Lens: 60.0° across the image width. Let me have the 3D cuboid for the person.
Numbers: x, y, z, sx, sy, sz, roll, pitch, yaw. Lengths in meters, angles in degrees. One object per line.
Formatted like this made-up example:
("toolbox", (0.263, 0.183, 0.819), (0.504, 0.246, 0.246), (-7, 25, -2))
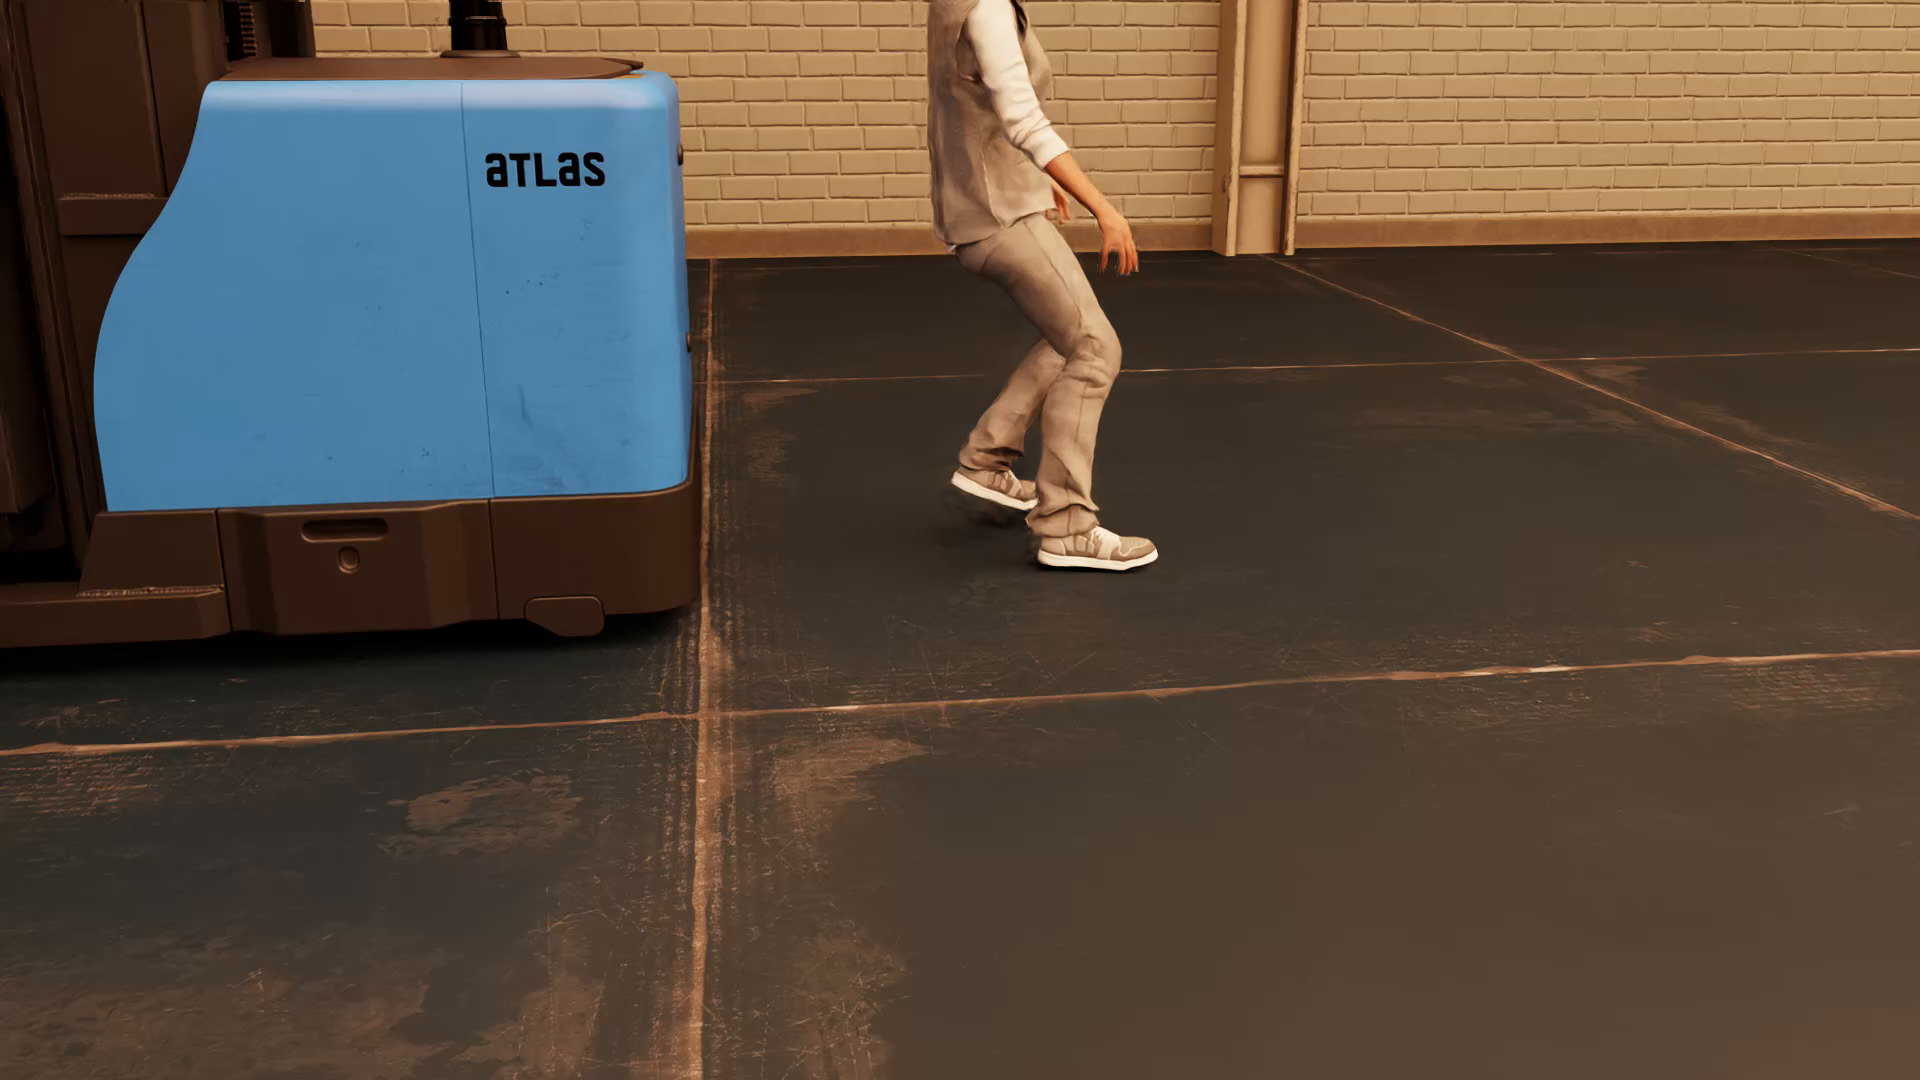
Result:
("person", (0.176, -0.729, 3.750), (0.483, 1.512, 0.640), (-2, 17, -6))

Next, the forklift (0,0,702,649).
("forklift", (-2.086, -1.284, 3.147), (3.031, 2.935, 1.130), (-2, 17, -8))
